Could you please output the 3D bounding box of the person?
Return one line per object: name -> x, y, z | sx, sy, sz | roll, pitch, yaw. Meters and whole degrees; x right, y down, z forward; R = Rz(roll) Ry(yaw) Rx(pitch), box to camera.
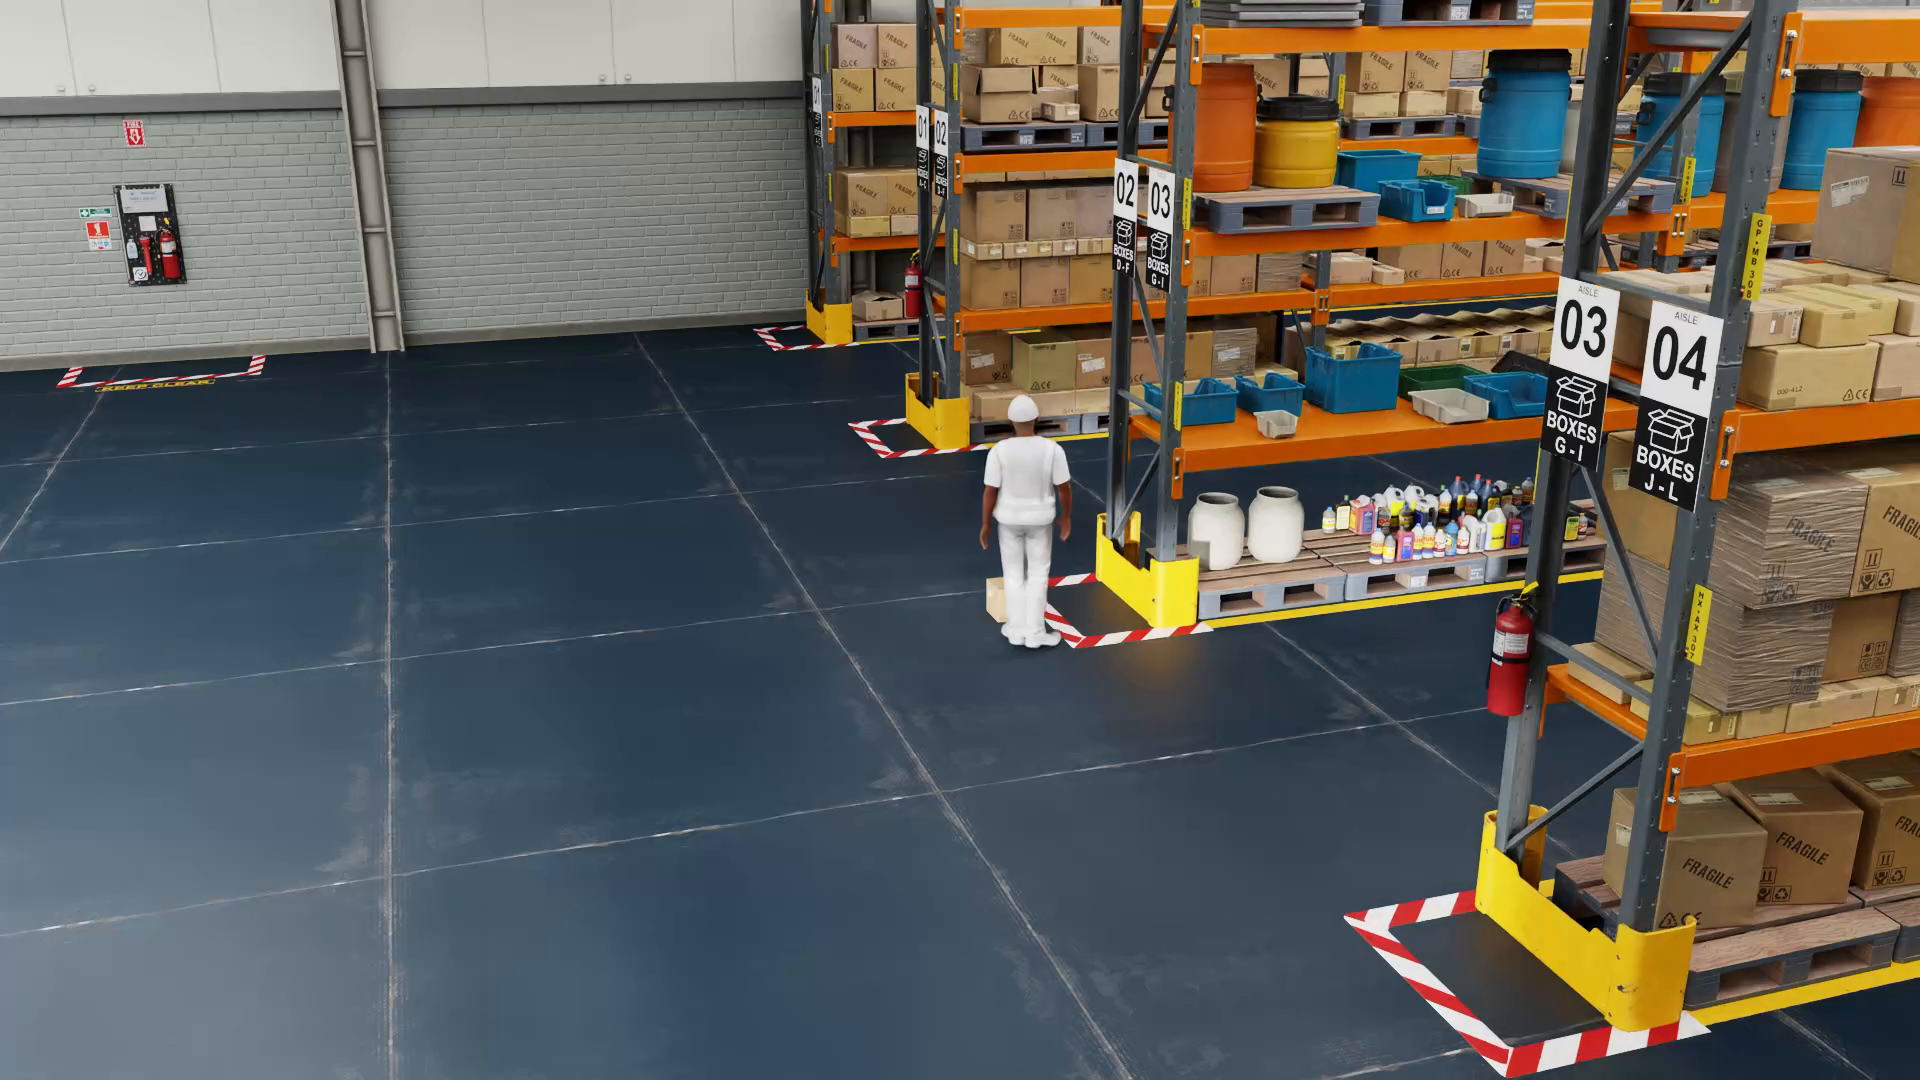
person -> 0.449, -0.133, 11.373 | 0.623, 1.768, 0.405 | 0, 19, 0
